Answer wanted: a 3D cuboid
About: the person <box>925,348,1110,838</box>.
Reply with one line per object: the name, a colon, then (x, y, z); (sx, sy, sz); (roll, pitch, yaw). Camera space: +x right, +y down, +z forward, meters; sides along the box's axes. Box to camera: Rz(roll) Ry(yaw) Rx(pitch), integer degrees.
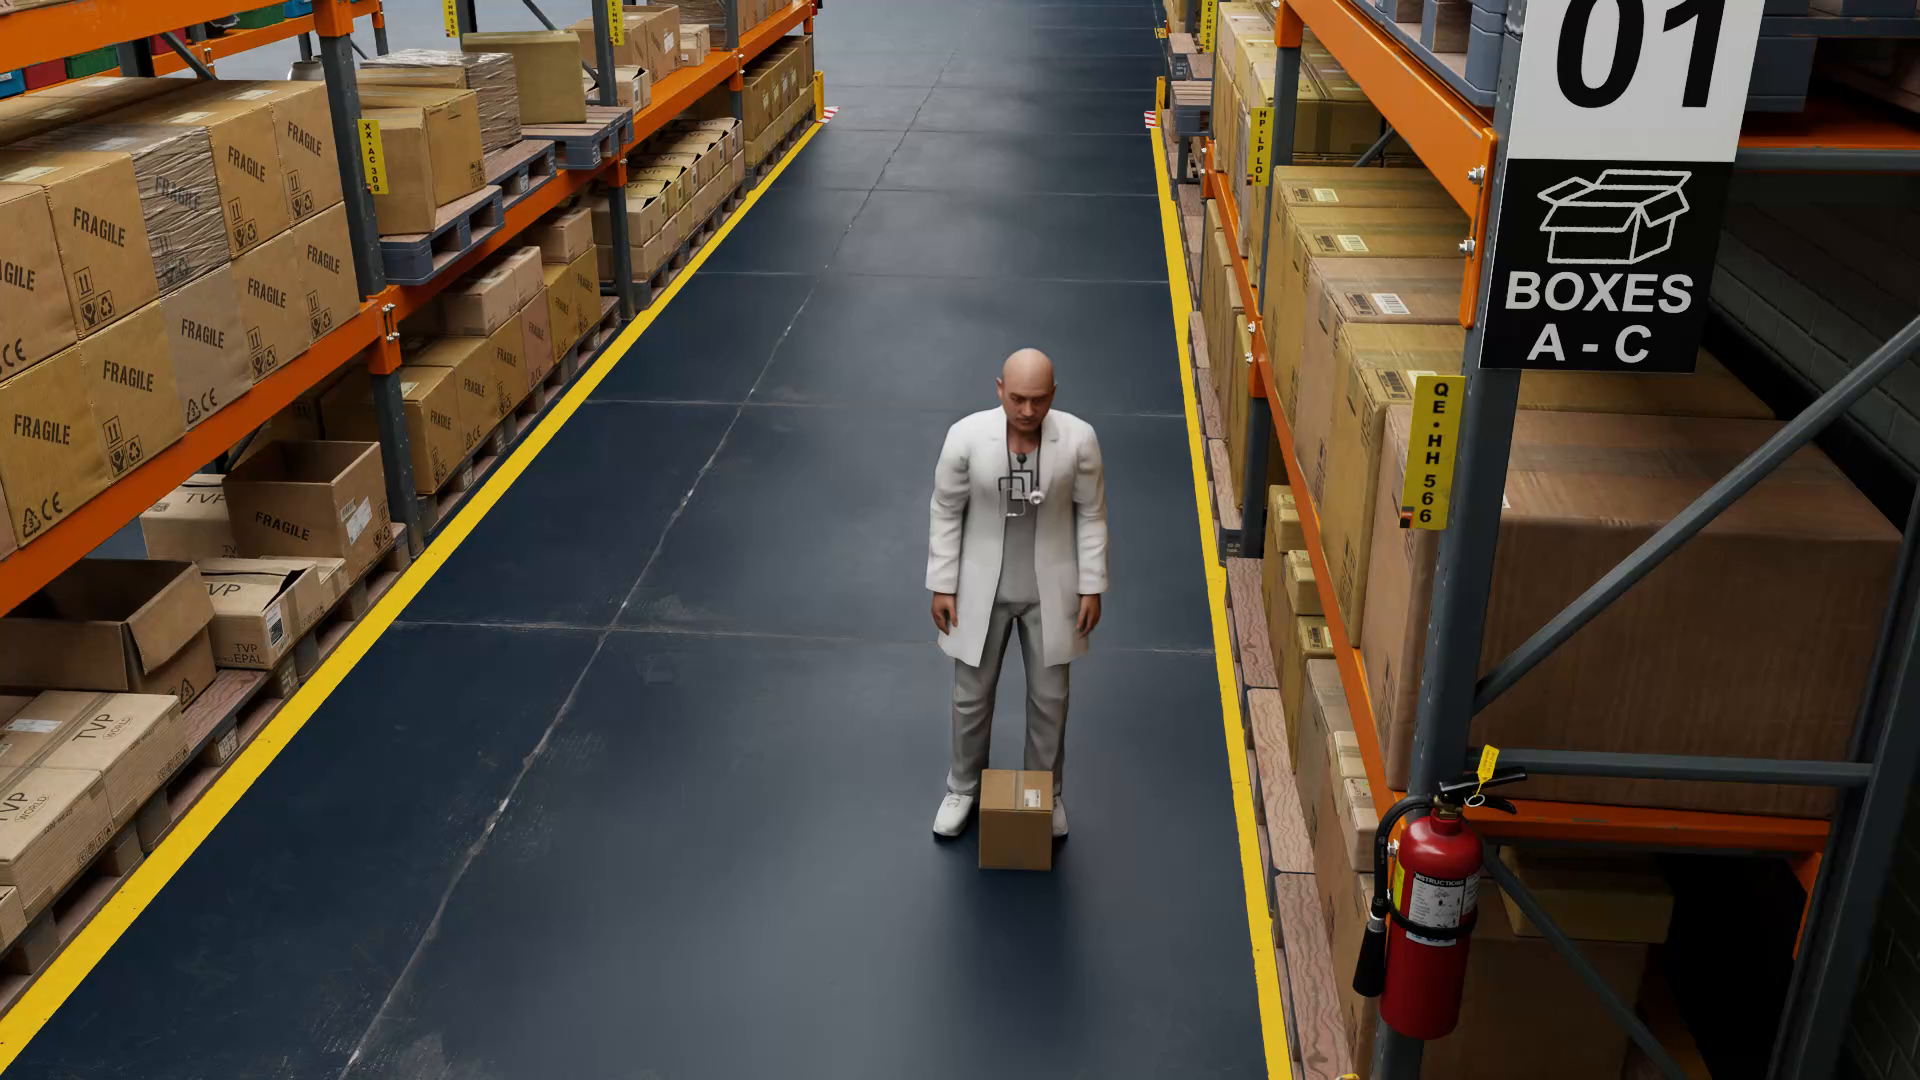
person: (0.197, 0.183, 5.717); (0.635, 1.773, 0.427); (0, 24, 1)
